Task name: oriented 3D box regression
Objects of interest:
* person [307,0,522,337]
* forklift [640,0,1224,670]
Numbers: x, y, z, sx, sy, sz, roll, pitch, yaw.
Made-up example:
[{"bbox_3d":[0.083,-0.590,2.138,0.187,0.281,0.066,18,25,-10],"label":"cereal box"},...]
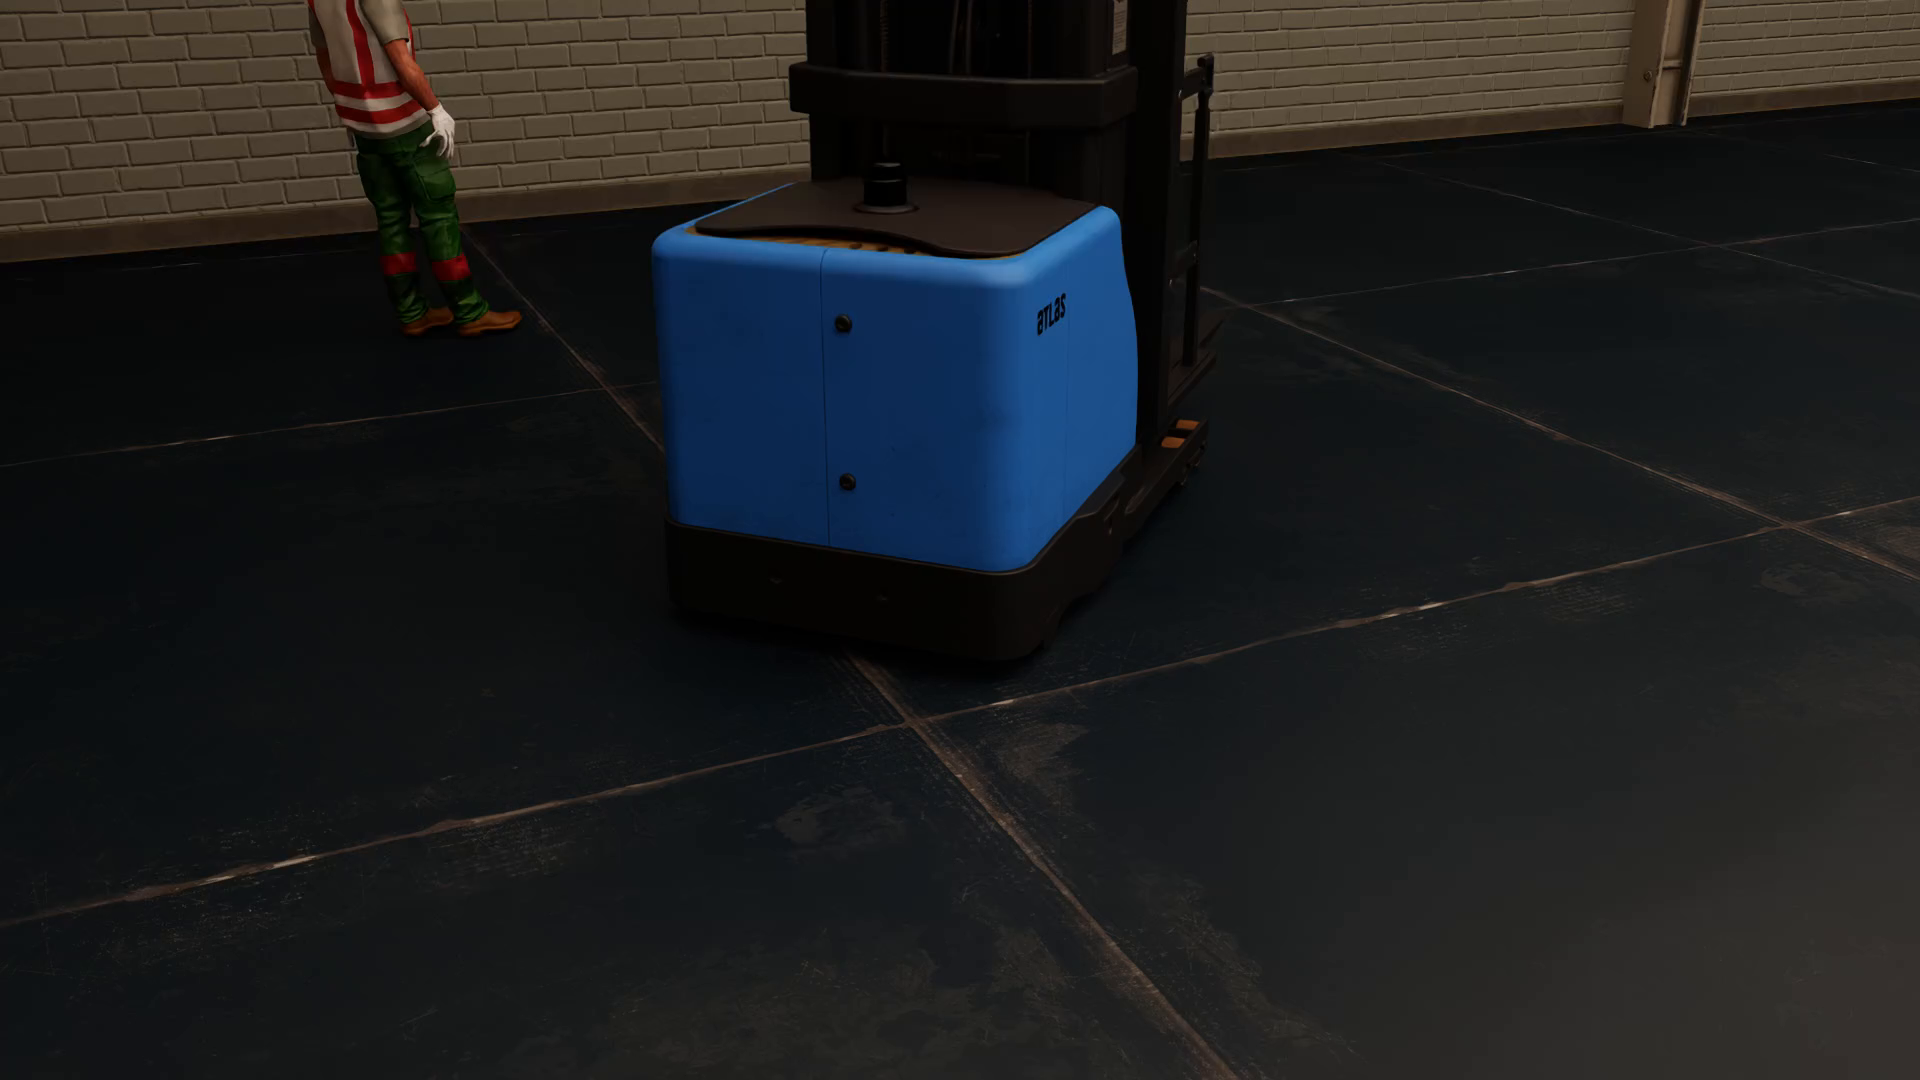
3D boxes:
[{"bbox_3d":[-2.320,-1.751,6.972,0.638,1.787,0.566,15,27,32],"label":"person"},{"bbox_3d":[0.196,-1.566,5.055,1.130,2.935,3.031,9,24,20],"label":"forklift"}]
